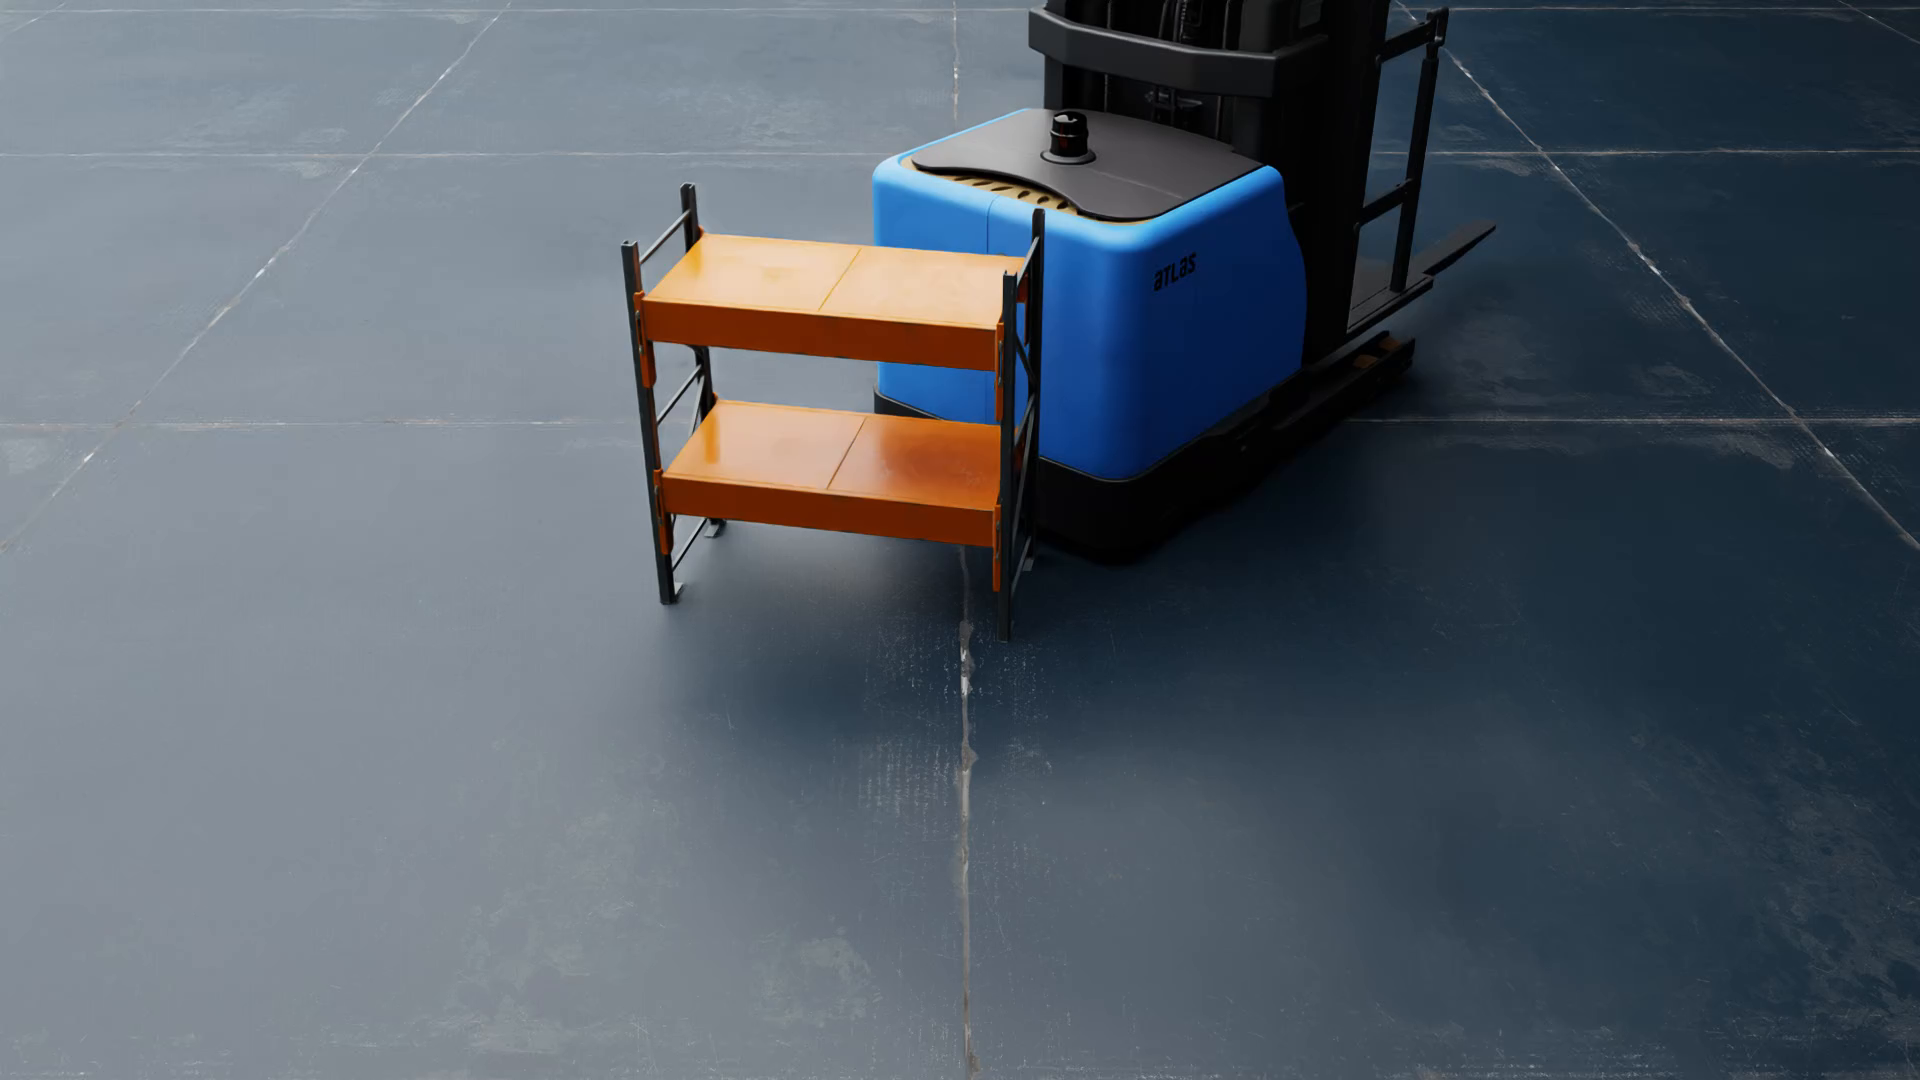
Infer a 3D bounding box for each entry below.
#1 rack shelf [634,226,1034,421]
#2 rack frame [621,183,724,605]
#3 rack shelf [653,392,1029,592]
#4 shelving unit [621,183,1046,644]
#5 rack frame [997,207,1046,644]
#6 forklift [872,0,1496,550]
[{"bbox_3d":[-0.326,-0.614,4.613,1.000,0.278,0.538,6,32,10],"label":"rack shelf"},{"bbox_3d":[-0.824,-0.416,4.852,0.032,1.125,0.500,6,32,10],"label":"rack frame"},{"bbox_3d":[-0.326,-0.155,4.892,1.000,0.278,0.538,6,32,10],"label":"rack shelf"},{"bbox_3d":[-0.326,-0.364,4.765,1.048,1.125,0.538,6,32,10],"label":"shelving unit"},{"bbox_3d":[0.172,-0.311,4.678,0.032,1.125,0.500,6,32,10],"label":"rack frame"},{"bbox_3d":[1.044,-1.914,5.579,1.130,2.935,3.031,23,38,33],"label":"forklift"}]
